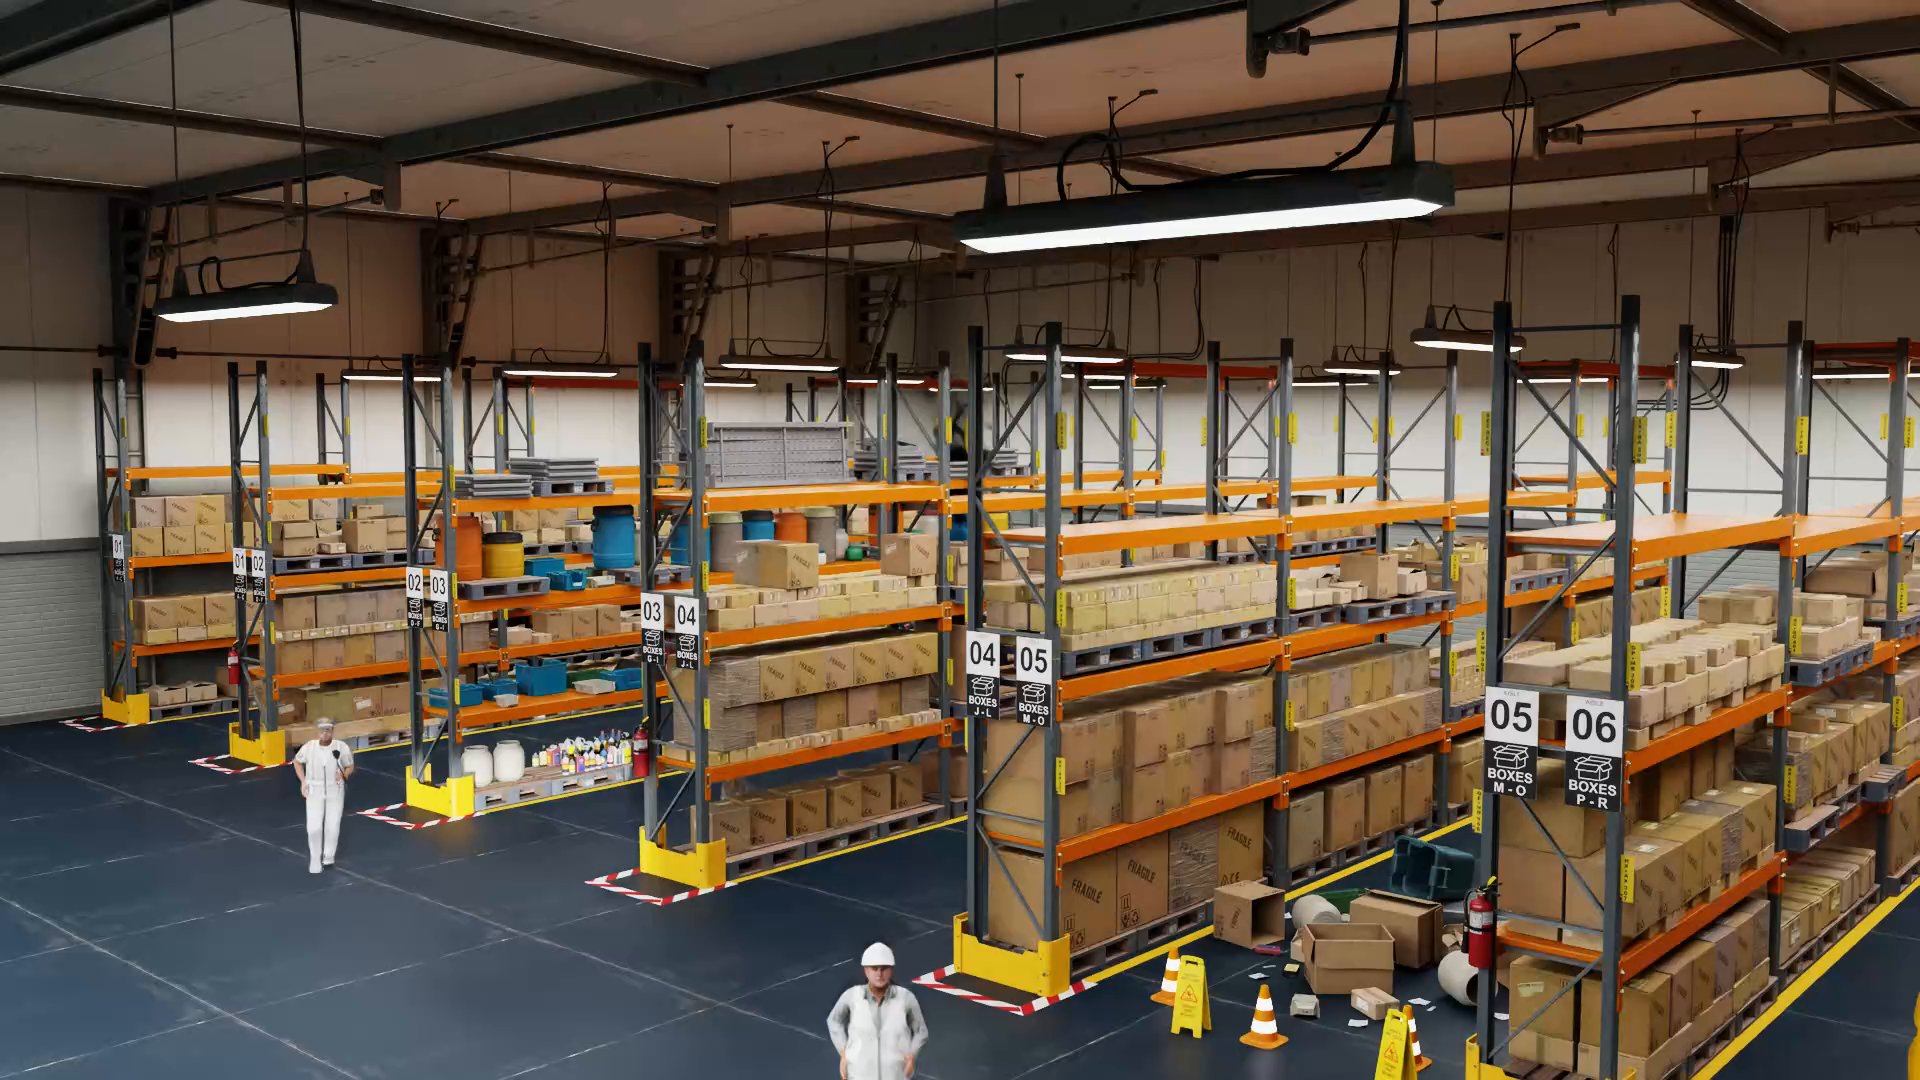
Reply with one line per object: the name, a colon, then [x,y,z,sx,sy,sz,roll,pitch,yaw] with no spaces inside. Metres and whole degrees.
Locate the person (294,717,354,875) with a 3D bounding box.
person: [-7.214,2.910,18.901,0.633,1.804,0.731,-2,5,-23]

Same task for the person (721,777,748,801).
person: [-3.026,2.689,21.894,0.641,1.784,0.845,3,5,33]

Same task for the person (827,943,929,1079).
person: [-0.532,3.499,10.847,0.662,1.772,0.880,0,4,-6]
